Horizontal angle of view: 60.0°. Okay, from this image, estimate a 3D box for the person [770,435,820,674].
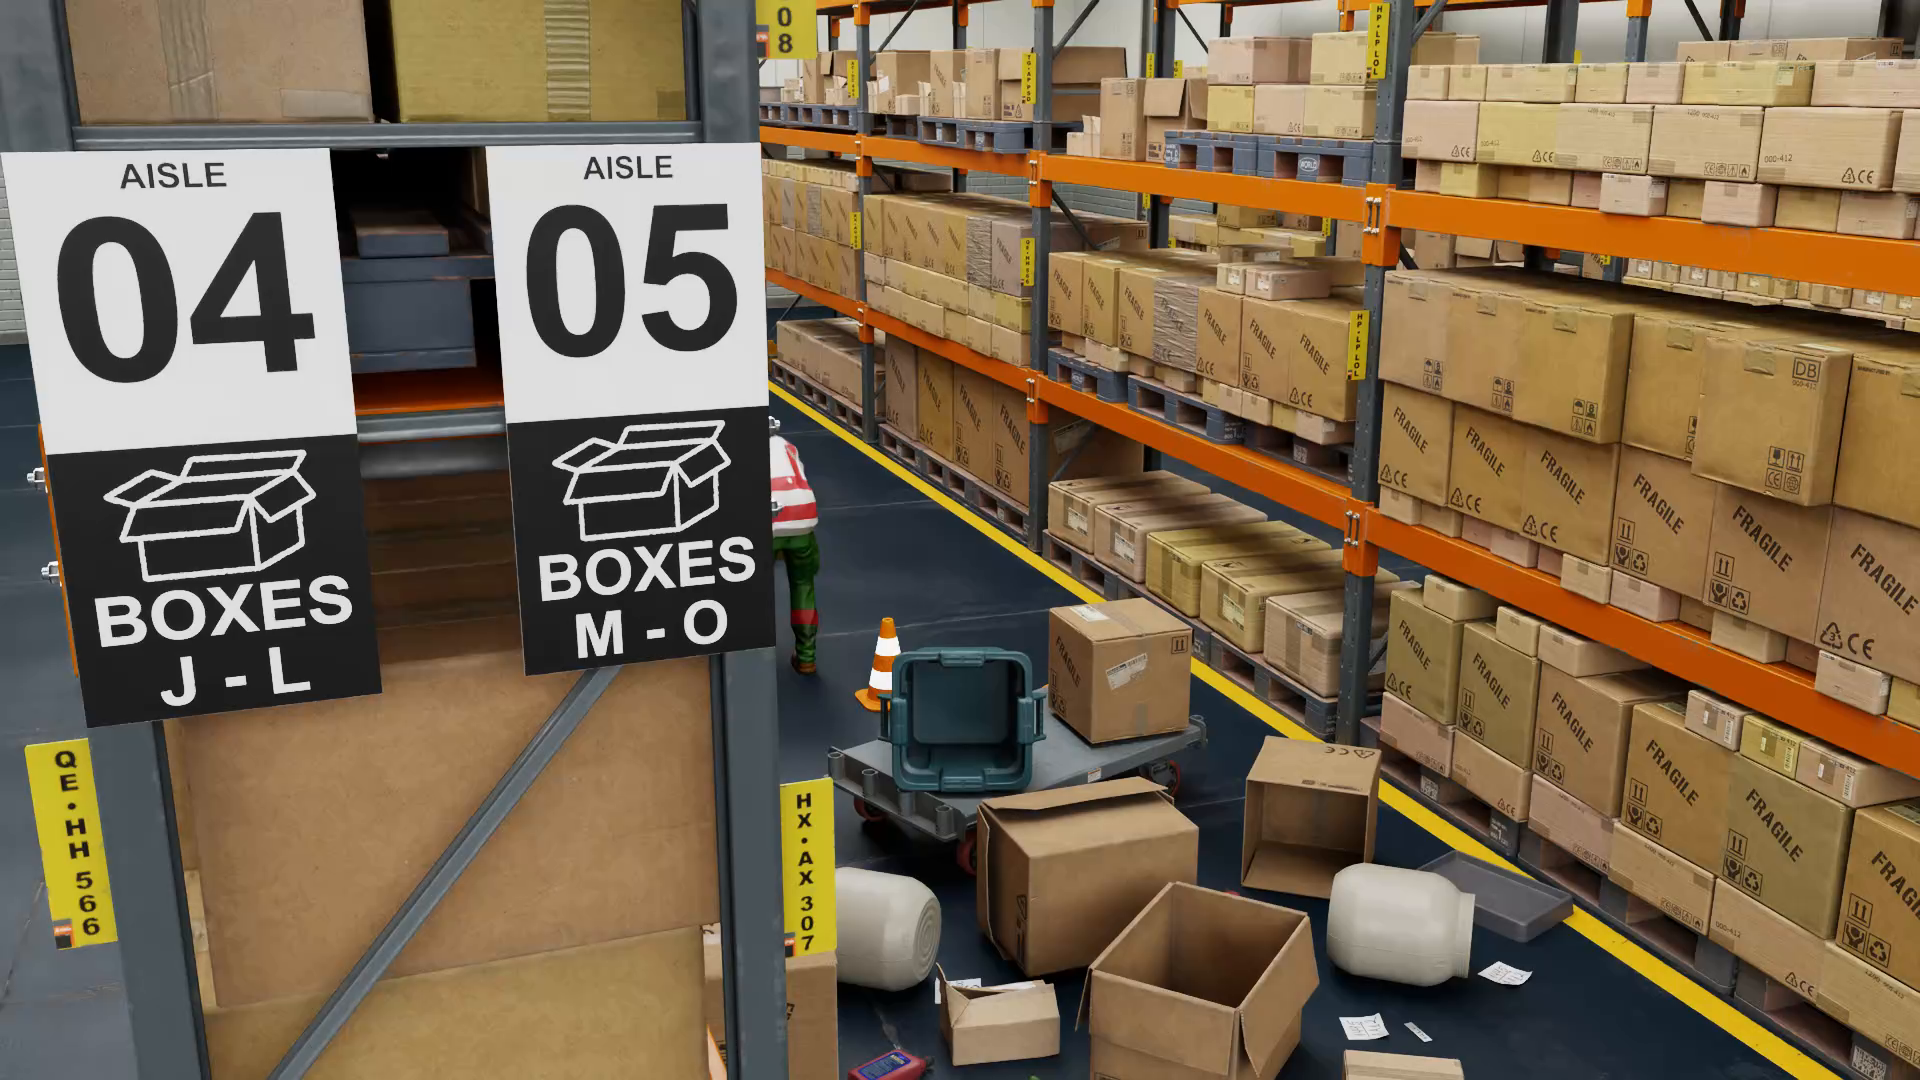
[{"bbox_3d":[-1.101,-0.010,9.594,0.492,1.478,0.851,-6,17,-22],"label":"person"}]
